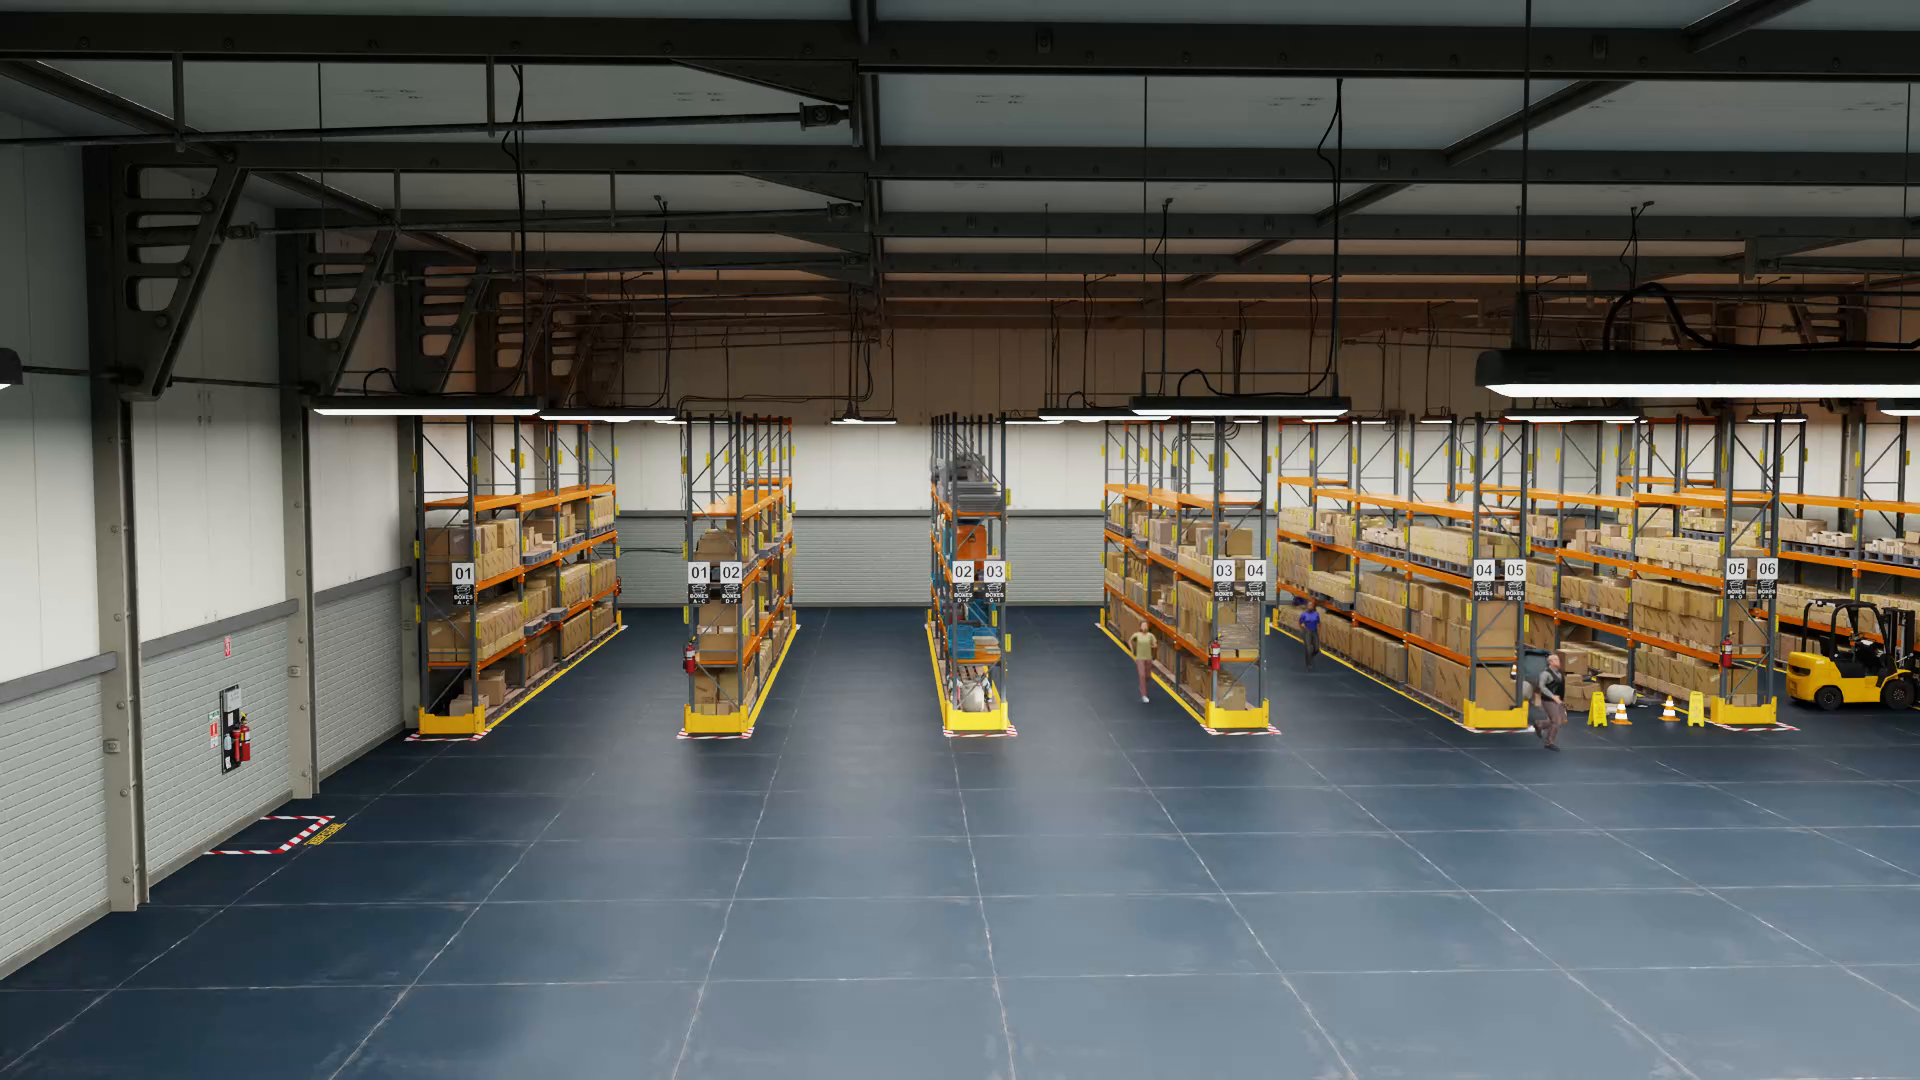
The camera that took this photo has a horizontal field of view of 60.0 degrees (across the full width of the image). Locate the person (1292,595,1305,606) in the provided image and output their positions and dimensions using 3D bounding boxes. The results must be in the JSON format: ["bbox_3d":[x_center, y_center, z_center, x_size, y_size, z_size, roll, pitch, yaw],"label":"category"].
[{"bbox_3d":[10.028,1.585,48.992,0.701,1.691,0.584,-1,4,-8],"label":"person"}]

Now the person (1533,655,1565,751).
[{"bbox_3d":[10.515,2.876,29.585,0.682,1.699,0.639,-3,5,-38],"label":"person"}]

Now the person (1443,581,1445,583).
[{"bbox_3d":[14.464,1.601,49.354,0.525,1.504,0.590,1,4,11],"label":"person"}]

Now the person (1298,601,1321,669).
[{"bbox_3d":[8.269,2.255,39.204,0.571,1.596,0.572,0,4,-4],"label":"person"}]

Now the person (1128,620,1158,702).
[{"bbox_3d":[3.847,2.497,34.759,0.574,1.655,0.969,-1,4,-9],"label":"person"}]
